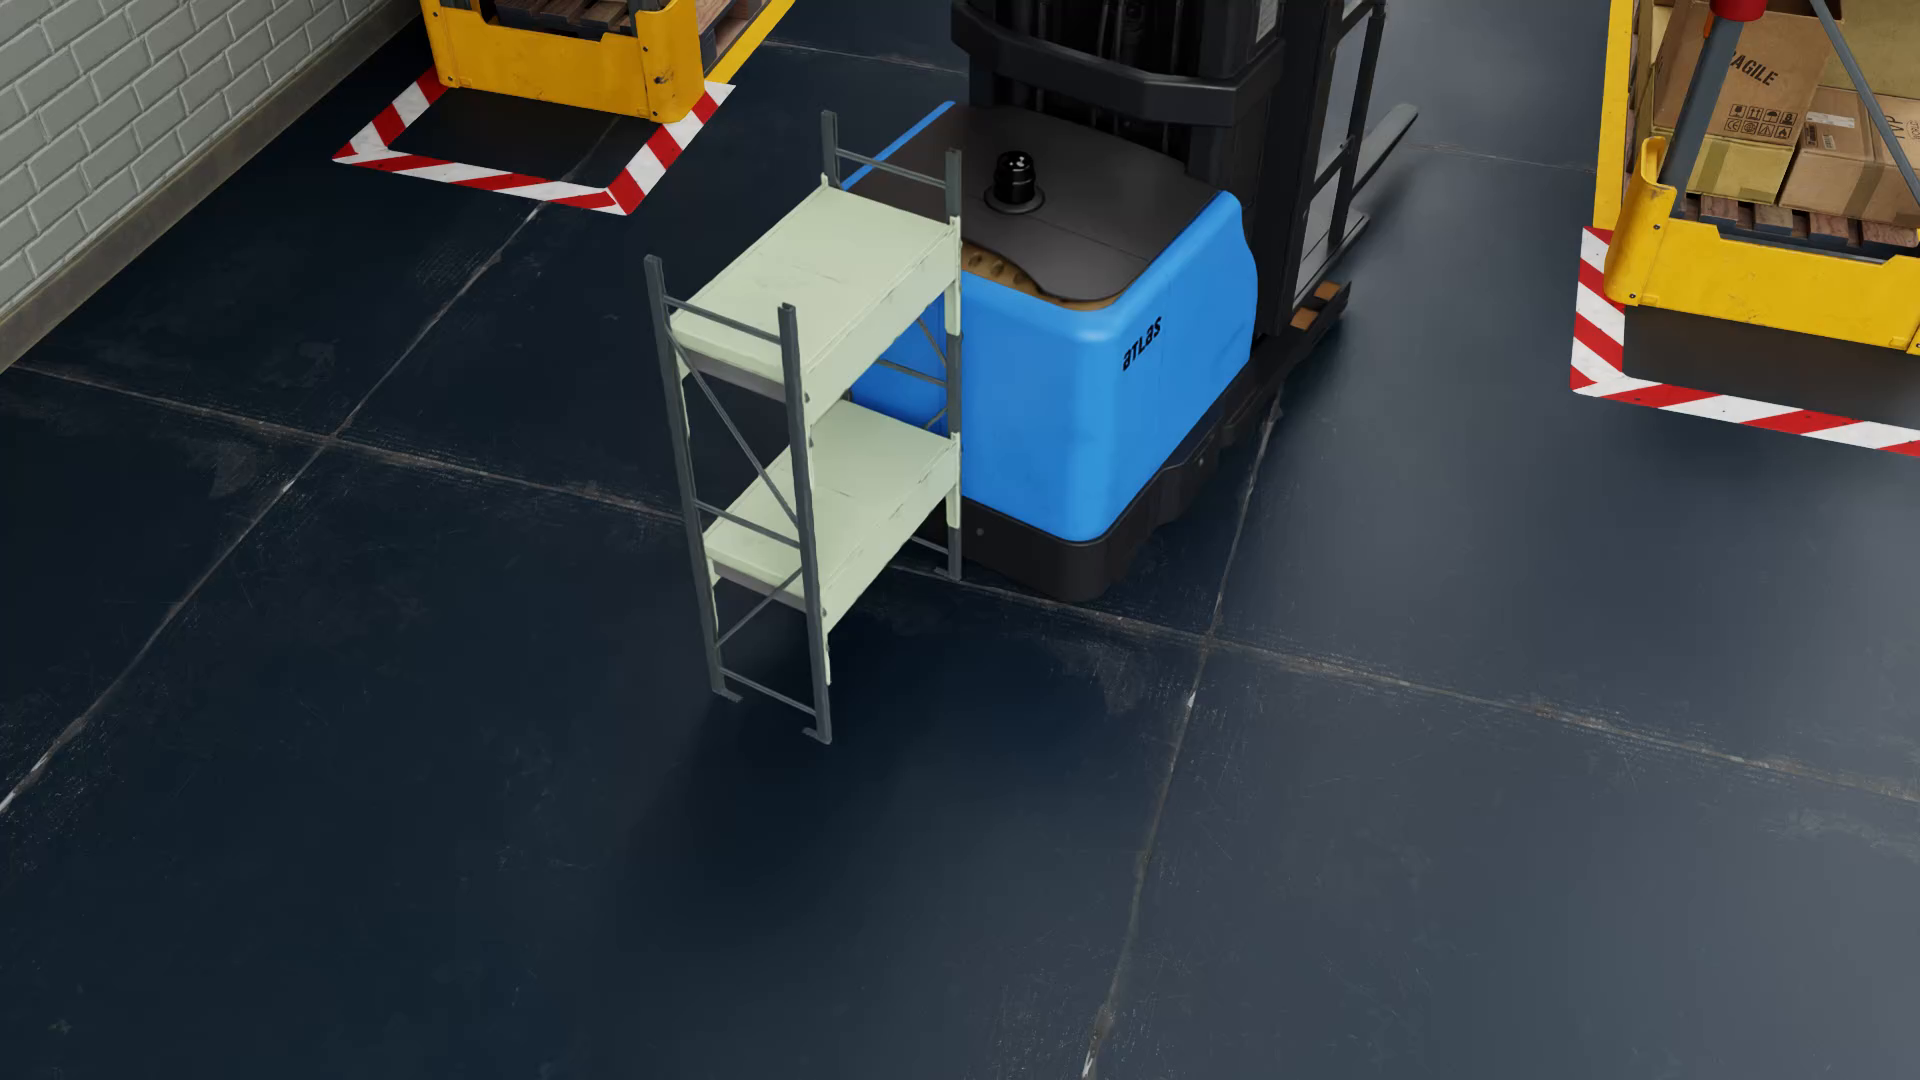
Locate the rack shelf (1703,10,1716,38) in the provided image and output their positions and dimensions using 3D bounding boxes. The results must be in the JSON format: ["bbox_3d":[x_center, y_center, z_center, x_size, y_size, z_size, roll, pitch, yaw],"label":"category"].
[{"bbox_3d":[3.602,-3.044,6.731,1.077,0.370,4.000,13,46,13],"label":"rack shelf"}]

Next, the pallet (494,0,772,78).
[{"bbox_3d":[-1.423,-2.603,7.759,1.003,0.211,1.213,13,46,13],"label":"pallet"}]

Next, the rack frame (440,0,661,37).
[{"bbox_3d":[-1.726,-3.015,6.186,1.000,3.000,0.127,13,46,13],"label":"rack frame"}]

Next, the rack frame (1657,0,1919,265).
[{"bbox_3d":[2.996,-1.968,5.117,1.000,3.000,0.127,13,46,13],"label":"rack frame"}]

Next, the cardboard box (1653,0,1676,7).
[{"bbox_3d":[3.164,-2.494,6.783,0.500,0.500,0.500,13,46,13],"label":"cardboard box"}]

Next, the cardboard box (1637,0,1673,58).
[{"bbox_3d":[3.167,-2.225,7.045,0.500,0.250,0.500,13,46,13],"label":"cardboard box"}]

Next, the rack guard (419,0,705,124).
[{"bbox_3d":[-1.703,-2.172,7.112,1.175,0.500,0.348,13,46,13],"label":"rack guard"}]

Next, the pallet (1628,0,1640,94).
[{"bbox_3d":[3.559,-2.301,7.450,1.003,0.211,1.213,13,46,13],"label":"pallet"}]

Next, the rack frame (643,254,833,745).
[{"bbox_3d":[-0.537,-0.036,4.215,0.400,1.500,0.023,22,48,21],"label":"rack frame"}]

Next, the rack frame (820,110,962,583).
[{"bbox_3d":[-0.174,-0.481,4.669,0.400,1.500,0.023,22,48,21],"label":"rack frame"}]

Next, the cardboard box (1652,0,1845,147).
[{"bbox_3d":[2.875,-1.824,6.099,0.500,0.500,0.500,13,46,13],"label":"cardboard box"}]

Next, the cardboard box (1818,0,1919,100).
[{"bbox_3d":[3.520,-2.048,6.327,0.500,0.500,0.500,13,46,13],"label":"cardboard box"}]

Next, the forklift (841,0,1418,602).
[{"bbox_3d":[0.753,-1.871,5.066,1.130,2.935,3.031,24,49,23],"label":"forklift"}]

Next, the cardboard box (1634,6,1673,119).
[{"bbox_3d":[3.017,-1.891,6.704,0.500,0.250,0.500,13,46,13],"label":"cardboard box"}]

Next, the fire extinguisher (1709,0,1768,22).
[{"bbox_3d":[2.518,-1.960,5.164,0.296,0.674,0.183,13,46,13],"label":"fire extinguisher"}]

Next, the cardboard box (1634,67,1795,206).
[{"bbox_3d":[2.877,-1.556,6.361,0.500,0.250,0.500,13,46,13],"label":"cardboard box"}]

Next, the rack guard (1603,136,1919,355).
[{"bbox_3d":[2.989,-1.059,5.975,1.175,0.500,0.348,13,46,13],"label":"rack guard"}]

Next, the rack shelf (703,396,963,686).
[{"bbox_3d":[-0.356,-0.026,4.670,0.431,0.370,0.720,22,48,21],"label":"rack shelf"}]

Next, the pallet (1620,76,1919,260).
[{"bbox_3d":[3.188,-1.490,6.622,1.003,0.211,1.213,13,46,13],"label":"pallet"}]

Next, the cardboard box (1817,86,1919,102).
[{"bbox_3d":[3.519,-1.780,6.590,0.500,0.250,0.500,13,46,13],"label":"cardboard box"}]

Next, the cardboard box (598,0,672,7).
[{"bbox_3d":[-1.431,-2.653,7.425,0.500,0.311,0.500,8,45,8],"label":"cardboard box"}]

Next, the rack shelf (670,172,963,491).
[{"bbox_3d":[-0.356,-0.538,4.169,0.431,0.370,0.720,22,48,21],"label":"rack shelf"}]

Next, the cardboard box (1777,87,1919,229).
[{"bbox_3d":[3.371,-1.446,6.249,0.500,0.250,0.500,13,46,13],"label":"cardboard box"}]

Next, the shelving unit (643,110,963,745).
[{"bbox_3d":[-0.356,-0.259,4.442,0.431,1.500,0.755,22,48,21],"label":"shelving unit"}]
